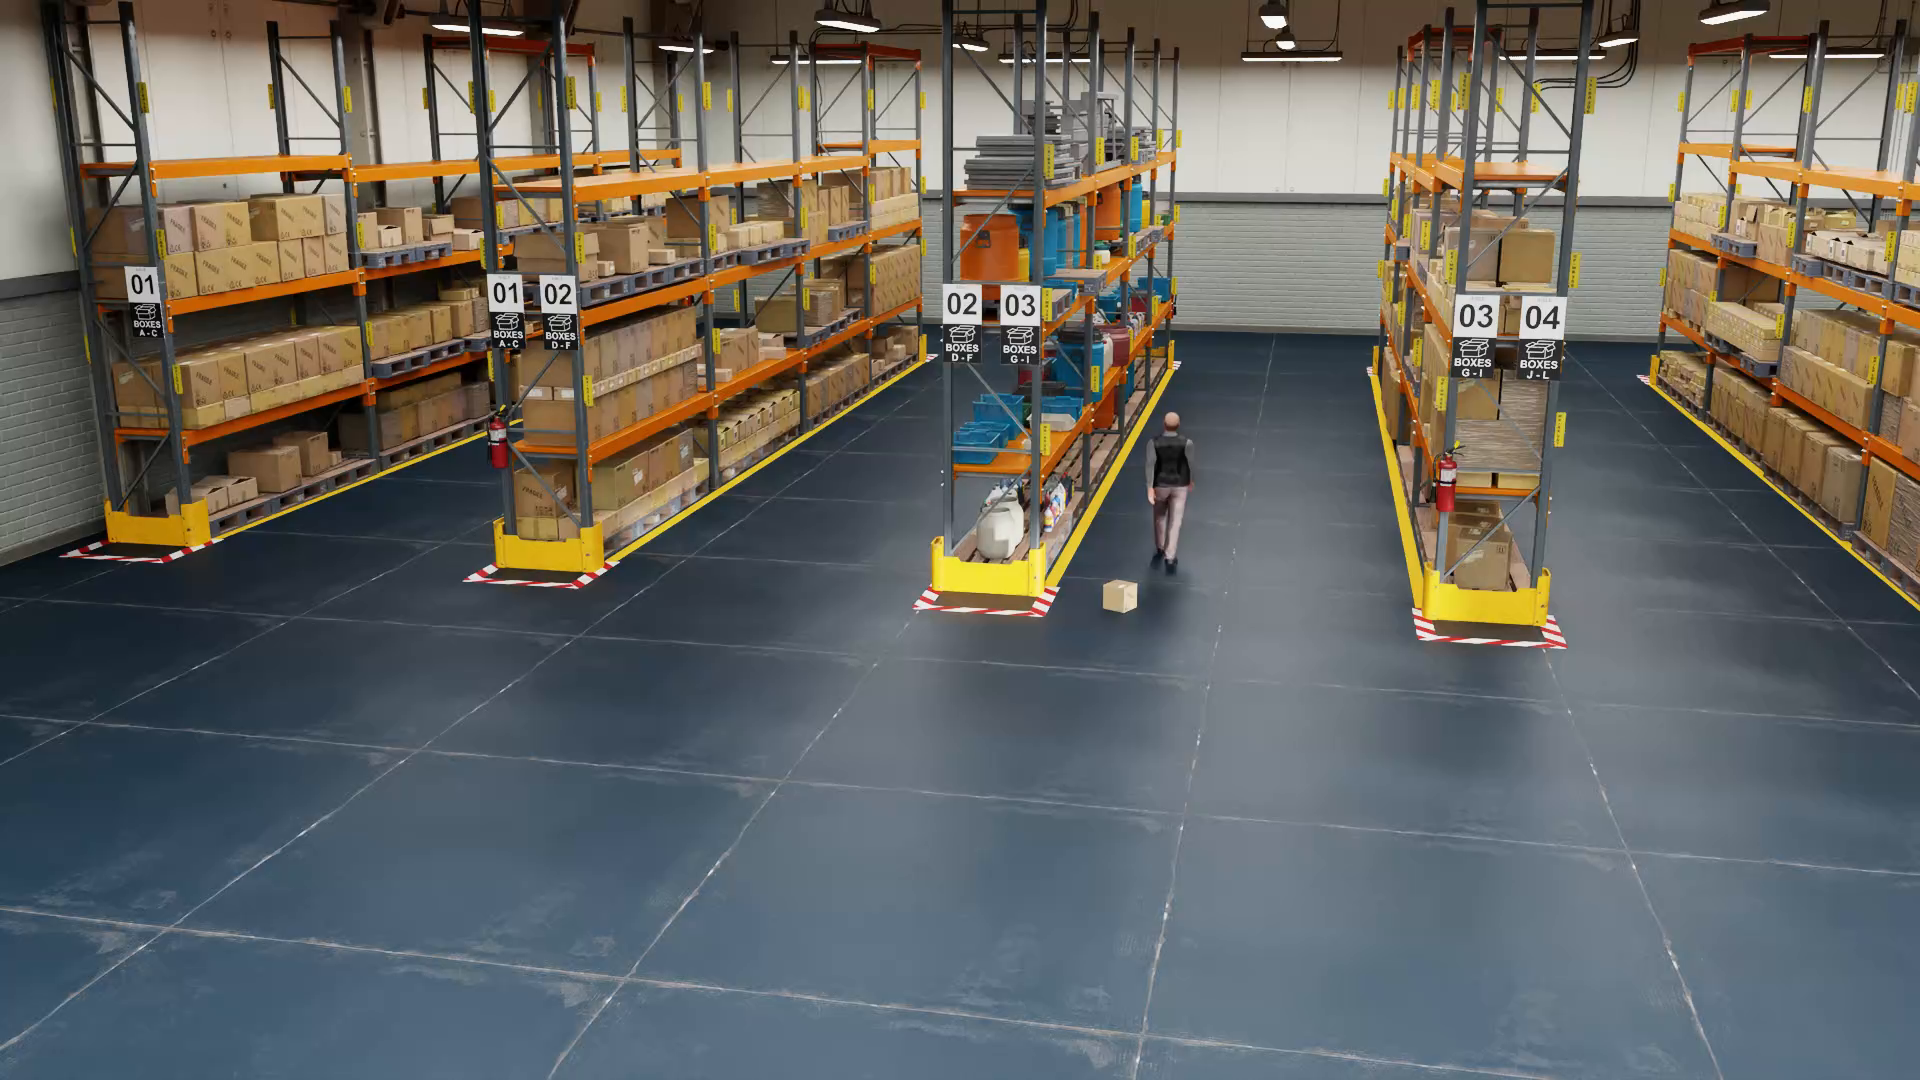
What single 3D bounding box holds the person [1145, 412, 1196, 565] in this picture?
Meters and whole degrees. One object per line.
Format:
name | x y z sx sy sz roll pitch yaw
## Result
person | 2.331 -0.601 18.370 0.546 1.673 1.014 3 15 13
